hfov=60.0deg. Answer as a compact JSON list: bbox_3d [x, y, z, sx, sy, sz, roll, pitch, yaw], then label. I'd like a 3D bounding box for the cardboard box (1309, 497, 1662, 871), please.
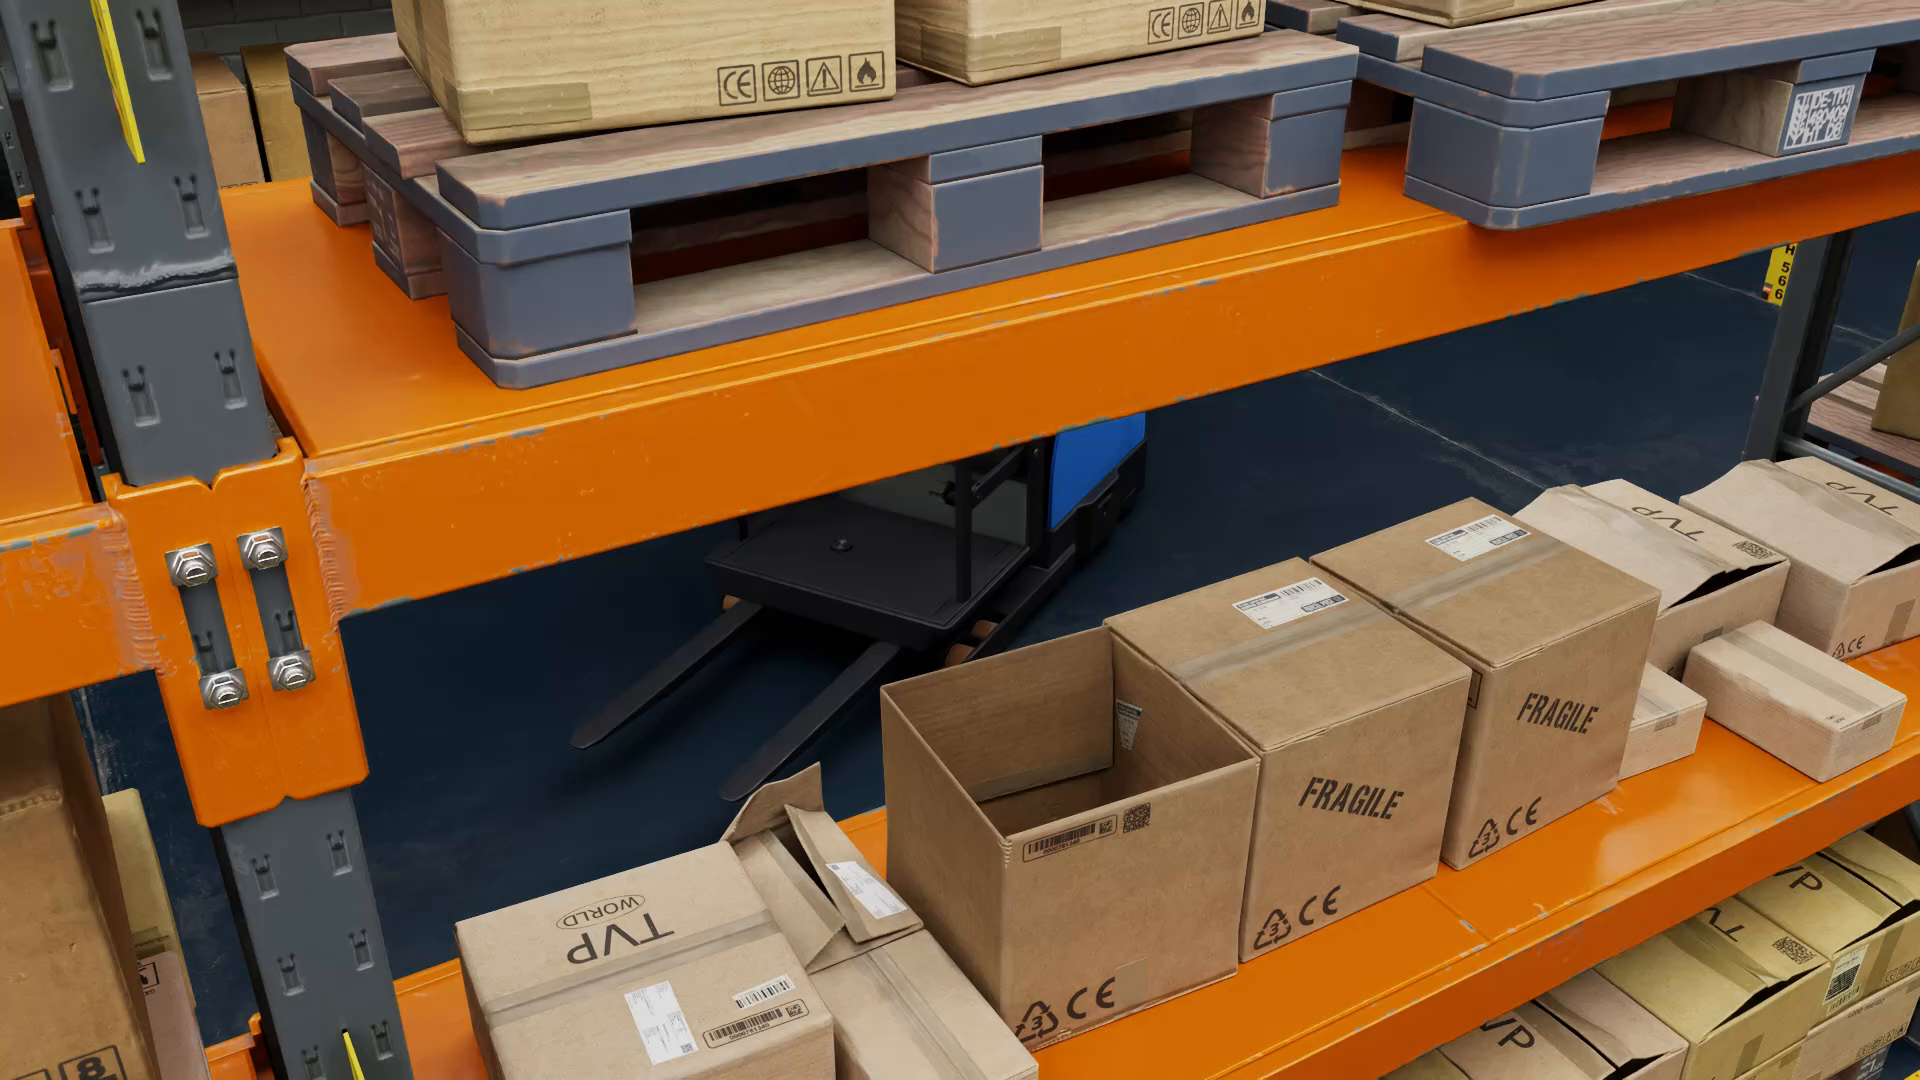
[{"bbox_3d":[1.071,0.285,3.525,0.500,0.500,0.500,-18,34,-29],"label":"cardboard box"}]

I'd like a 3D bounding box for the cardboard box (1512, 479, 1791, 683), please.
[{"bbox_3d":[1.640,0.089,4.077,0.500,0.311,0.500,-16,33,-27],"label":"cardboard box"}]

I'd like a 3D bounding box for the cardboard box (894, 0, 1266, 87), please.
[{"bbox_3d":[0.069,-0.823,2.253,0.500,0.250,0.500,-19,34,-31],"label":"cardboard box"}]

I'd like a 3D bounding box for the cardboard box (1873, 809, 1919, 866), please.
[{"bbox_3d":[3.046,0.821,4.790,0.500,0.500,0.500,-14,32,-24],"label":"cardboard box"}]

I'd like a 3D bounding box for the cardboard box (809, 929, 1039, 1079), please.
[{"bbox_3d":[-0.072,0.869,2.831,0.250,0.149,0.380,-16,33,-26],"label":"cardboard box"}]

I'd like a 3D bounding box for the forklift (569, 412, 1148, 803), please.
[{"bbox_3d":[-0.299,-0.976,5.984,1.130,2.935,3.031,14,32,24],"label":"forklift"}]

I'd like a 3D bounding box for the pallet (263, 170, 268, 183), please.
[{"bbox_3d":[-2.720,-1.215,6.545,1.213,0.211,1.003,-16,33,-26],"label":"pallet"}]

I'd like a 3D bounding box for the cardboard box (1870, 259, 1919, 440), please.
[{"bbox_3d":[2.995,-0.517,4.545,0.700,0.500,0.500,22,36,34],"label":"cardboard box"}]

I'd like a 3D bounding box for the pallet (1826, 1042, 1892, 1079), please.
[{"bbox_3d":[1.779,1.318,4.644,1.213,0.211,1.003,-16,33,-26],"label":"pallet"}]

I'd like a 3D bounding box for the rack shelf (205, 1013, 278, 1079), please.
[{"bbox_3d":[-2.664,1.695,1.818,4.000,0.370,1.077,-16,33,-26],"label":"rack shelf"}]

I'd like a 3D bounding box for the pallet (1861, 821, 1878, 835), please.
[{"bbox_3d":[3.172,0.965,5.282,1.213,0.211,1.003,-16,33,-26],"label":"pallet"}]

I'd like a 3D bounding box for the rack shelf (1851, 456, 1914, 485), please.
[{"bbox_3d":[4.233,-0.263,5.367,4.000,0.370,1.077,-16,33,-26],"label":"rack shelf"}]

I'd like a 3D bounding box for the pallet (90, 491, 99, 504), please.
[{"bbox_3d":[-4.014,0.228,6.619,1.213,0.211,1.003,-16,33,-26],"label":"pallet"}]

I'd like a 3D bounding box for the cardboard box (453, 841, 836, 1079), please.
[{"bbox_3d":[-0.537,0.818,2.819,0.500,0.250,0.500,-14,32,-23],"label":"cardboard box"}]

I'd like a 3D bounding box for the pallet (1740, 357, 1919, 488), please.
[{"bbox_3d":[3.058,-0.200,4.706,1.003,0.211,1.213,-16,33,-26],"label":"pallet"}]

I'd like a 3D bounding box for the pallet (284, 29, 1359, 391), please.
[{"bbox_3d":[-0.186,-0.560,2.254,1.217,0.209,0.805,-17,33,-28],"label":"pallet"}]

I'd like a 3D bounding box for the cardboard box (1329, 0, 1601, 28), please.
[{"bbox_3d":[0.740,-0.983,2.544,0.500,0.250,0.500,-19,34,-30],"label":"cardboard box"}]

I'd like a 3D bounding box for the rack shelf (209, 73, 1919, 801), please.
[{"bbox_3d":[0.785,-0.597,2.868,4.000,0.370,1.077,-16,33,-26],"label":"rack shelf"}]

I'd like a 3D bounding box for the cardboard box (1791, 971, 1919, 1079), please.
[{"bbox_3d":[2.179,1.162,4.451,0.500,0.250,0.500,-15,32,-25],"label":"cardboard box"}]

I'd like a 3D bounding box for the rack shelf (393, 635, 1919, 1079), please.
[{"bbox_3d":[0.785,0.716,3.593,4.000,0.370,1.077,-16,33,-26],"label":"rack shelf"}]

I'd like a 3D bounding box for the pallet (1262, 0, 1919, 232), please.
[{"bbox_3d":[1.007,-0.841,2.760,1.213,0.211,1.003,-14,32,-24],"label":"pallet"}]

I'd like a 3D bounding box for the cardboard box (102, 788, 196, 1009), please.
[{"bbox_3d":[-1.269,0.548,2.378,0.250,0.149,0.380,-16,33,-26],"label":"cardboard box"}]

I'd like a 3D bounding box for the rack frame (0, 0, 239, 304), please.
[{"bbox_3d":[-0.940,-1.736,1.082,0.127,3.000,1.000,-16,33,-26],"label":"rack frame"}]

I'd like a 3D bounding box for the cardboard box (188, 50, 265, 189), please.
[{"bbox_3d":[-2.996,-1.519,6.339,0.500,0.500,0.700,-16,33,-26],"label":"cardboard box"}]

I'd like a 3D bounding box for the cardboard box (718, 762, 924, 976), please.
[{"bbox_3d":[-0.275,0.658,3.093,0.258,0.266,0.396,-17,33,-28],"label":"cardboard box"}]

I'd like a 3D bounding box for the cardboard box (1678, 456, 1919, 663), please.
[{"bbox_3d":[2.173,0.021,4.199,0.500,0.311,0.500,-14,32,-23],"label":"cardboard box"}]

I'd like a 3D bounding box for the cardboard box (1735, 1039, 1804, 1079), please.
[{"bbox_3d":[1.736,1.290,4.220,0.500,0.250,0.500,-16,33,-27],"label":"cardboard box"}]

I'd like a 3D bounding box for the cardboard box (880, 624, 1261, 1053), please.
[{"bbox_3d":[0.185,0.537,3.070,0.500,0.500,0.500,-13,32,-23],"label":"cardboard box"}]

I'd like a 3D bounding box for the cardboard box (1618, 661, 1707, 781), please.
[{"bbox_3d":[1.438,0.357,3.758,0.250,0.149,0.380,-13,32,-23],"label":"cardboard box"}]

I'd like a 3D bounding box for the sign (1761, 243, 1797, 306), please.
[{"bbox_3d":[2.226,-0.785,4.451,0.005,0.325,0.100,-16,33,-26],"label":"sign"}]

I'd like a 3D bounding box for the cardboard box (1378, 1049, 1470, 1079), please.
[{"bbox_3d":[0.868,1.291,3.637,0.500,0.311,0.500,-15,32,-25],"label":"cardboard box"}]

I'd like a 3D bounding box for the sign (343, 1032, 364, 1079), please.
[{"bbox_3d":[-0.657,0.708,1.885,0.005,0.325,0.100,-16,33,-26],"label":"sign"}]

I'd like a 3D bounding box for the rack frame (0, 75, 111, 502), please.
[{"bbox_3d":[-3.453,-1.172,6.269,0.127,3.000,1.000,-16,33,-26],"label":"rack frame"}]

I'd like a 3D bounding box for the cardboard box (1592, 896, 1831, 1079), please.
[{"bbox_3d":[1.737,1.047,4.080,0.500,0.311,0.500,-16,33,-27],"label":"cardboard box"}]

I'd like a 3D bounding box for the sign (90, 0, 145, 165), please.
[{"bbox_3d":[-0.657,-0.453,1.245,0.005,0.325,0.100,-16,33,-26],"label":"sign"}]

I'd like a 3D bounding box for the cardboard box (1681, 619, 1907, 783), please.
[{"bbox_3d":[1.874,0.357,3.759,0.250,0.149,0.380,-16,33,-26],"label":"cardboard box"}]

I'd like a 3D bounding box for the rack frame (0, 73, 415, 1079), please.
[{"bbox_3d":[-0.940,0.891,2.532,0.127,3.000,1.000,-16,33,-26],"label":"rack frame"}]

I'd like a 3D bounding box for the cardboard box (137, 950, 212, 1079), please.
[{"bbox_3d":[-1.066,0.719,2.068,0.250,0.149,0.380,-16,33,-26],"label":"cardboard box"}]

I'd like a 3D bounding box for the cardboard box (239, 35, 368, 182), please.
[{"bbox_3d":[-2.511,-1.653,6.581,0.500,0.500,0.700,-12,31,-21],"label":"cardboard box"}]

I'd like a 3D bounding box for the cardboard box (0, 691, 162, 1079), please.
[{"bbox_3d":[-1.319,0.390,1.992,0.500,0.500,0.700,-16,33,-26],"label":"cardboard box"}]

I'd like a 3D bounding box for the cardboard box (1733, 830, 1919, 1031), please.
[{"bbox_3d":[2.182,0.917,4.315,0.500,0.311,0.500,-15,32,-25],"label":"cardboard box"}]

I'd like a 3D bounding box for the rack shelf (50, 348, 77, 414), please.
[{"bbox_3d":[-5.177,-0.368,5.556,4.000,0.370,1.077,-16,33,-26],"label":"rack shelf"}]

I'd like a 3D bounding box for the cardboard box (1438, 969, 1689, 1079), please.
[{"bbox_3d":[1.301,1.169,3.858,0.500,0.311,0.500,-16,33,-27],"label":"cardboard box"}]

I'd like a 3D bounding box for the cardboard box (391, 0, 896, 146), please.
[{"bbox_3d":[-0.404,-0.688,2.008,0.500,0.250,0.500,-12,31,-21],"label":"cardboard box"}]

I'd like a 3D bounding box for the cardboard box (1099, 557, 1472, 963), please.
[{"bbox_3d":[0.617,0.414,3.292,0.500,0.500,0.500,-16,33,-26],"label":"cardboard box"}]

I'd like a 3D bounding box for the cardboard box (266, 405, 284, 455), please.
[{"bbox_3d":[-2.826,-0.457,7.106,0.500,0.500,0.700,-15,32,-25],"label":"cardboard box"}]

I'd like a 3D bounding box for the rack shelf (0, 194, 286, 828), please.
[{"bbox_3d":[-2.664,0.382,1.094,4.000,0.370,1.077,-16,33,-26],"label":"rack shelf"}]

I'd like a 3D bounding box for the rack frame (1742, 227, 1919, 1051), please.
[{"bbox_3d":[2.509,-0.089,4.306,0.127,3.000,1.000,-16,33,-26],"label":"rack frame"}]
